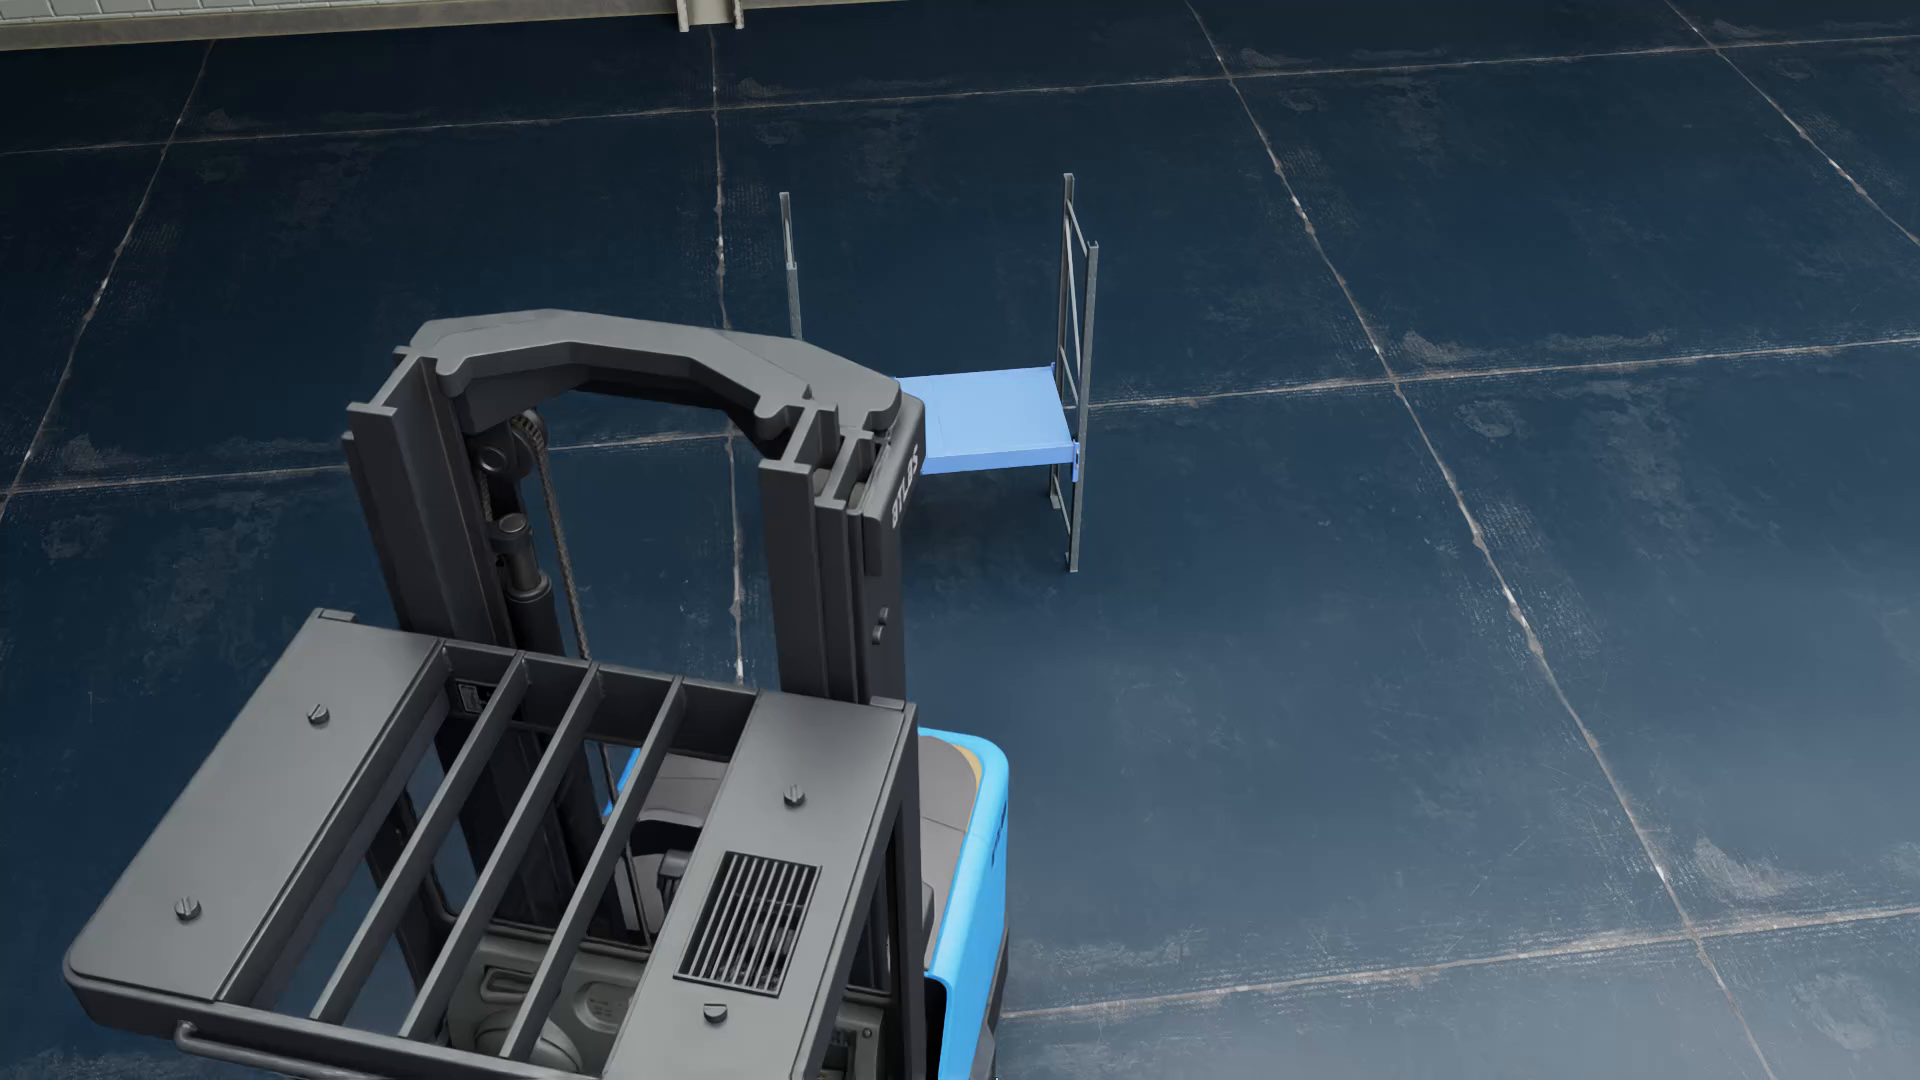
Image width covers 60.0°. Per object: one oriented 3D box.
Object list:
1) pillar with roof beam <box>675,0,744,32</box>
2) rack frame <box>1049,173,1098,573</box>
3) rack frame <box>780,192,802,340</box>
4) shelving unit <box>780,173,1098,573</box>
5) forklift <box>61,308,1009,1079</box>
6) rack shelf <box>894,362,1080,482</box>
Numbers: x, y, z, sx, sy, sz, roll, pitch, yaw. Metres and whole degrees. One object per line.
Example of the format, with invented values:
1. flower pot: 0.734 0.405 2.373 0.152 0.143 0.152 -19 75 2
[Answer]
1. pillar with roof beam: -0.988 -3.721 4.157 0.400 9.000 9.100 -5 42 -6
2. rack frame: 0.419 -0.594 6.288 0.032 1.500 0.500 -5 42 -6
3. rack frame: -0.589 -0.505 6.191 0.032 1.500 0.500 -5 42 -6
4. shelving unit: -0.085 -0.550 6.239 1.048 1.500 0.538 -5 42 -6
5. forklift: -0.663 1.155 3.282 1.130 2.935 3.031 8 43 9
6. rack shelf: -0.085 -0.416 6.360 1.000 0.185 0.538 -5 42 -6
